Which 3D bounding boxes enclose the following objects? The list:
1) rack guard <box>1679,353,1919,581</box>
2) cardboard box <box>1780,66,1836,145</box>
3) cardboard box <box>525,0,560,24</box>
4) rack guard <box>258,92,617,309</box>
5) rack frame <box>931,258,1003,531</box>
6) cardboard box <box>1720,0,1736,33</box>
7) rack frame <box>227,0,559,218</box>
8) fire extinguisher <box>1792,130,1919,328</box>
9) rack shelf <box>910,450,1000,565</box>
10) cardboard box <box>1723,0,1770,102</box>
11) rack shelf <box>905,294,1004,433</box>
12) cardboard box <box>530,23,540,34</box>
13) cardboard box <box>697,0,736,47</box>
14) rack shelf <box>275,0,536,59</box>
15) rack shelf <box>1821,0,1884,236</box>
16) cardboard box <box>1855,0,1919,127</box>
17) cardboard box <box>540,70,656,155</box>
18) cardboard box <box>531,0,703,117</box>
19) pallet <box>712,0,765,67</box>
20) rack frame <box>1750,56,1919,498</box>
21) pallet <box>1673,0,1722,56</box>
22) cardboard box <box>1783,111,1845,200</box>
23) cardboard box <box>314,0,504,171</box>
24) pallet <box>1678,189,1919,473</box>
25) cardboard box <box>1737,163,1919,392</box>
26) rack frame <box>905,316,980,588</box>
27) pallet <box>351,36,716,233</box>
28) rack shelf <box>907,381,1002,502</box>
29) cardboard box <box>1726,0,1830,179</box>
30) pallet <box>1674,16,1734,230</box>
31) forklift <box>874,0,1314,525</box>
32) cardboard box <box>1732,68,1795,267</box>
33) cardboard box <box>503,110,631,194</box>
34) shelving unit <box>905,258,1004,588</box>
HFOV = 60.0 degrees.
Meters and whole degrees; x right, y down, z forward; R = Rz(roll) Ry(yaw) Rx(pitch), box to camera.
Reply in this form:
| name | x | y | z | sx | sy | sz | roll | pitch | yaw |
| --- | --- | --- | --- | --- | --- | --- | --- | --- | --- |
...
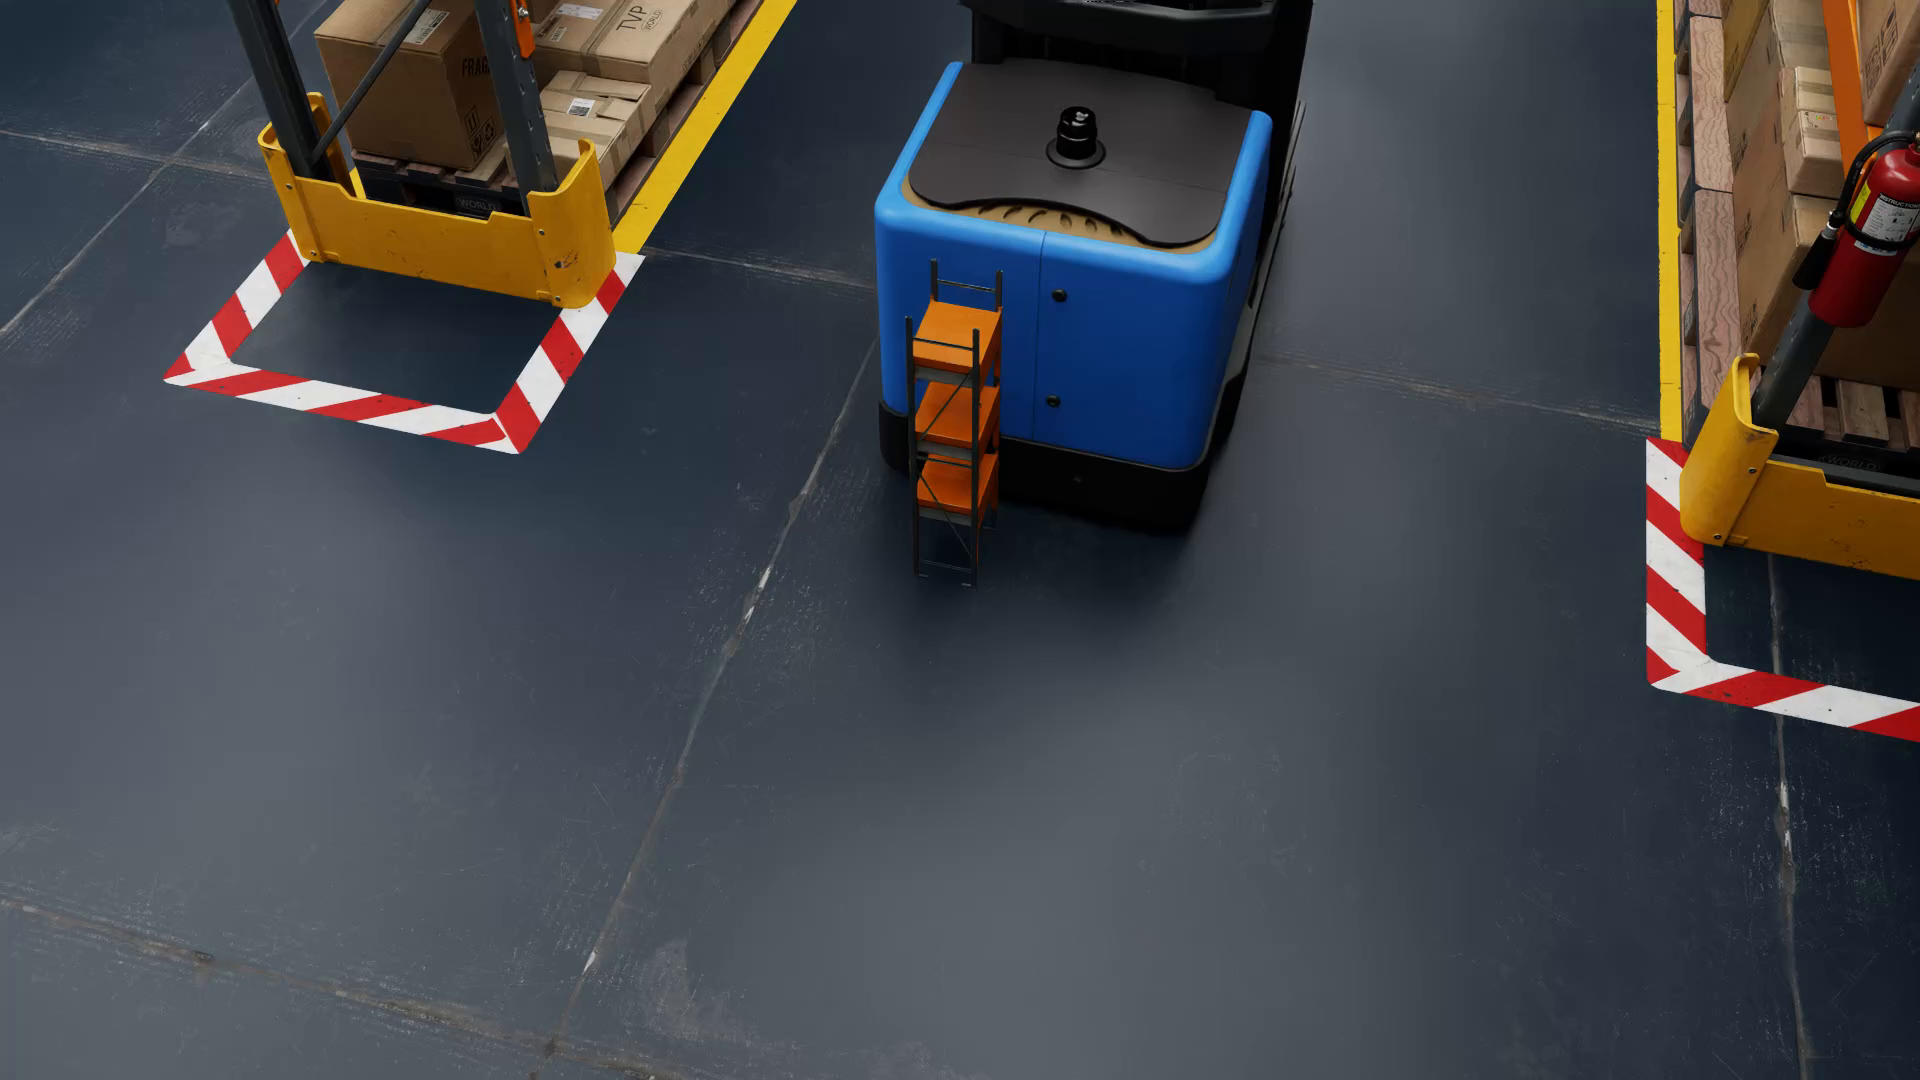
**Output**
| name | x | y | z | sx | sy | sz | roll | pitch | yaw |
| --- | --- | --- | --- | --- | --- | --- | --- | --- | --- |
| rack guard | 2.887 | -0.178 | 5.073 | 1.175 | 0.500 | 0.348 | 12 | 50 | 10 |
| cardboard box | 2.906 | -1.389 | 5.429 | 0.380 | 0.149 | 0.250 | 13 | 50 | 11 |
| cardboard box | -1.702 | -2.356 | 6.869 | 0.500 | 0.250 | 0.500 | 12 | 50 | 10 |
| rack guard | -1.867 | -1.225 | 5.998 | 1.175 | 0.500 | 0.348 | 12 | 50 | 10 |
| rack frame | 0.018 | -0.397 | 4.900 | 0.200 | 1.050 | 0.008 | 12 | 50 | 10 |
| cardboard box | 3.515 | -2.344 | 6.705 | 0.700 | 0.500 | 0.500 | 11 | 50 | 10 |
| rack frame | -1.887 | -1.997 | 5.012 | 1.000 | 3.000 | 0.127 | 12 | 50 | 10 |
| fire extinguisher | 2.409 | -0.855 | 4.304 | 0.296 | 0.674 | 0.183 | 12 | 50 | 10 |
| rack shelf | -0.014 | -0.118 | 5.039 | 0.215 | 0.259 | 0.240 | 12 | 50 | 10 |
| cardboard box | 3.378 | -1.973 | 6.378 | 0.700 | 0.500 | 0.500 | 13 | 50 | 11 |
| rack shelf | -0.014 | -0.489 | 4.617 | 0.215 | 0.259 | 0.240 | 12 | 50 | 10 |
| cardboard box | -1.788 | -1.922 | 6.542 | 0.380 | 0.166 | 0.250 | 12 | 50 | 10 |
| cardboard box | -1.207 | -2.293 | 6.814 | 0.500 | 0.250 | 0.500 | 12 | 50 | 10 |
| rack shelf | -1.360 | -3.206 | 6.558 | 1.077 | 0.370 | 4.000 | 12 | 50 | 10 |
| rack shelf | 3.420 | -2.231 | 5.698 | 1.077 | 0.370 | 4.000 | 12 | 50 | 10 |
| cardboard box | 3.018 | -1.492 | 4.366 | 0.980 | 0.700 | 0.700 | 14 | 50 | 12 |
| cardboard box | -1.379 | -1.621 | 6.276 | 0.380 | 0.166 | 0.250 | 12 | 50 | 10 |
| cardboard box | -1.338 | -1.932 | 6.495 | 0.500 | 0.250 | 0.500 | 12 | 50 | 10 |
| pallet | -1.335 | -2.586 | 7.392 | 1.003 | 0.211 | 1.213 | 12 | 50 | 10 |
| rack frame | 2.893 | -1.022 | 4.152 | 1.000 | 3.000 | 0.127 | 12 | 50 | 10 |
| pallet | 3.671 | -2.458 | 7.279 | 1.003 | 0.211 | 1.213 | 12 | 50 | 10 |
| cardboard box | 2.839 | -1.204 | 5.266 | 0.380 | 0.149 | 0.250 | 11 | 49 | 10 |
| cardboard box | -1.981 | -1.757 | 6.174 | 0.500 | 0.500 | 0.500 | 12 | 50 | 10 |
| pallet | 3.028 | -0.693 | 5.721 | 1.003 | 0.211 | 1.213 | 12 | 50 | 10 |
| cardboard box | 2.981 | -0.860 | 5.396 | 0.700 | 0.500 | 0.500 | 12 | 50 | 10 |
| rack frame | -0.046 | -0.220 | 4.744 | 0.200 | 1.050 | 0.008 | 12 | 50 | 10 |
| pallet | -1.658 | -1.706 | 6.615 | 1.003 | 0.211 | 1.213 | 12 | 50 | 10 |
| rack shelf | -0.014 | -0.302 | 4.830 | 0.215 | 0.259 | 0.240 | 12 | 50 | 10 |
| cardboard box | 3.245 | -1.586 | 6.036 | 0.700 | 0.500 | 0.500 | 10 | 49 | 9 |
| pallet | 3.351 | -1.573 | 6.498 | 1.003 | 0.211 | 1.213 | 12 | 50 | 10 |
| forklift | 0.644 | -2.150 | 5.193 | 1.130 | 2.935 | 3.031 | 12 | 50 | 11 |
| cardboard box | 3.113 | -1.222 | 5.715 | 0.700 | 0.500 | 0.500 | 11 | 50 | 10 |
| cardboard box | -1.445 | -1.434 | 6.123 | 0.380 | 0.149 | 0.250 | 12 | 50 | 10 |
| shelving unit | -0.014 | -0.309 | 4.822 | 0.215 | 1.050 | 0.252 | 12 | 50 | 10 |
